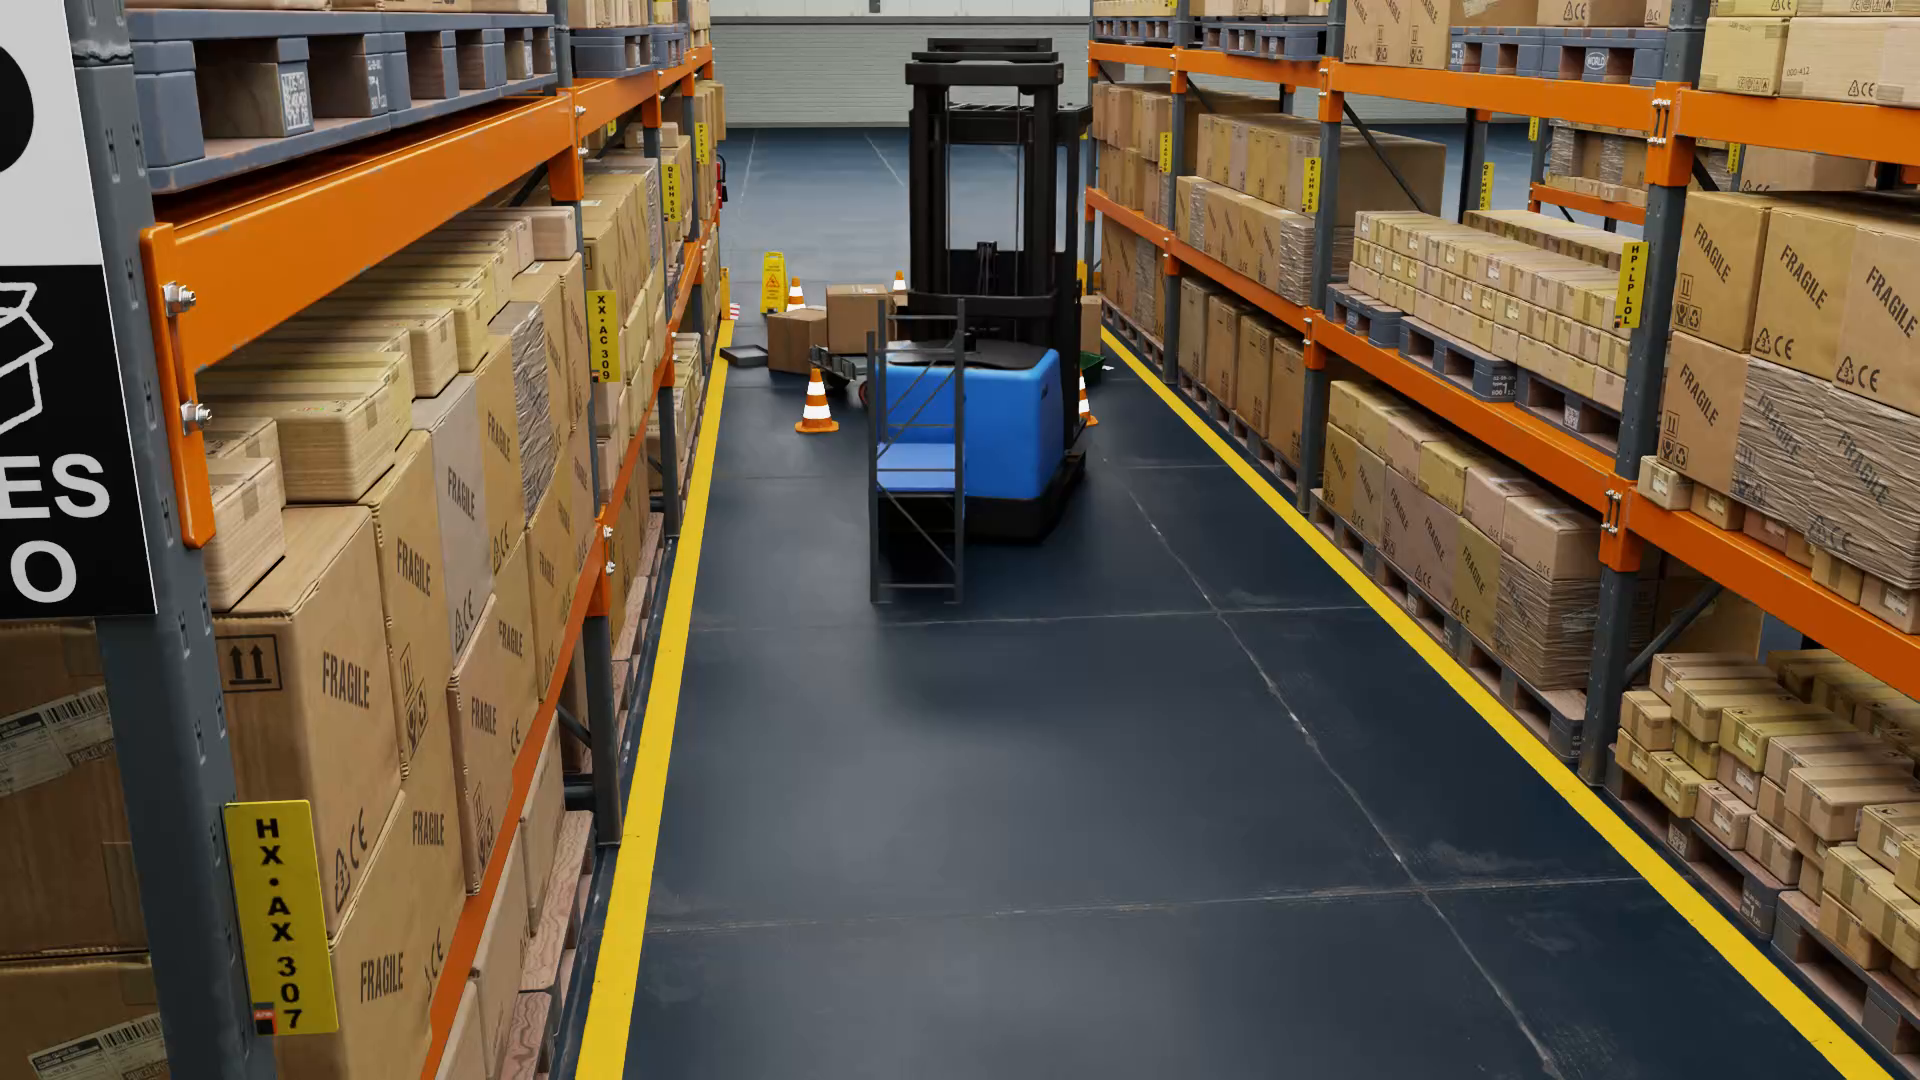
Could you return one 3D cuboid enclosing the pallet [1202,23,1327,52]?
[{"bbox_3d":[2.420,-3.885,12.855,0.805,0.209,1.217,-2,18,-8],"label":"pallet"}]

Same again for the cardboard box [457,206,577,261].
[{"bbox_3d":[-1.463,-1.002,5.443,0.380,0.149,0.250,-2,18,-7],"label":"cardboard box"}]

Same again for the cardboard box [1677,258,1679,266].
[{"bbox_3d":[3.410,-1.239,7.841,0.380,0.149,0.250,-2,18,-6],"label":"cardboard box"}]

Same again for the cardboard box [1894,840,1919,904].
[{"bbox_3d":[3.067,1.018,4.991,0.380,0.149,0.250,-2,18,-5],"label":"cardboard box"}]

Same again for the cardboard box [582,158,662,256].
[{"bbox_3d":[-1.911,-1.821,9.132,0.500,0.500,0.500,-2,18,-7],"label":"cardboard box"}]

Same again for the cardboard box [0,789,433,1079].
[{"bbox_3d":[-1.163,0.742,2.639,0.500,0.500,0.500,-2,18,-6],"label":"cardboard box"}]

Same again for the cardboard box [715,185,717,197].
[{"bbox_3d":[-2.661,-3.529,16.828,0.380,0.149,0.250,-2,18,-6],"label":"cardboard box"}]

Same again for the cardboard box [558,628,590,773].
[{"bbox_3d":[-1.955,0.381,6.802,0.875,0.875,0.875,-1,17,-4],"label":"cardboard box"}]

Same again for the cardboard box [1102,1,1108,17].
[{"bbox_3d":[1.633,-5.305,16.611,0.380,0.149,0.250,-2,18,-5],"label":"cardboard box"}]

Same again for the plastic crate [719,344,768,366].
[{"bbox_3d":[-1.983,-1.734,15.566,0.402,0.080,0.583,-8,19,-25],"label":"plastic crate"}]

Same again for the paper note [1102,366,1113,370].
[{"bbox_3d":[1.306,-1.573,15.135,0.142,0.020,0.147,16,24,42],"label":"paper note"}]

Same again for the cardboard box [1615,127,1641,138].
[{"bbox_3d":[6.749,-4.179,16.148,0.500,0.500,0.500,-2,18,-6],"label":"cardboard box"}]

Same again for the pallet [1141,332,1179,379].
[{"bbox_3d":[2.276,-1.715,15.288,1.003,0.211,1.213,-2,18,-6],"label":"pallet"}]

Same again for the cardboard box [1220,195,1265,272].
[{"bbox_3d":[2.217,-2.249,12.165,0.500,0.500,0.500,-2,17,-5],"label":"cardboard box"}]

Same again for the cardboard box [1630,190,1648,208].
[{"bbox_3d":[6.766,-3.322,16.171,0.380,0.149,0.250,-2,18,-6],"label":"cardboard box"}]

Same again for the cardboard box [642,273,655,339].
[{"bbox_3d":[-1.792,-1.168,8.305,0.500,0.250,0.500,-2,18,-7],"label":"cardboard box"}]

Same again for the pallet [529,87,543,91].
[{"bbox_3d":[-1.955,-1.862,6.411,0.805,0.209,1.217,-2,18,-8],"label":"pallet"}]

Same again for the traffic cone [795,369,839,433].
[{"bbox_3d":[-1.116,-1.097,12.899,0.336,0.463,0.334,-2,18,-6],"label":"traffic cone"}]

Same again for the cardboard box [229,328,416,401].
[{"bbox_3d":[-1.295,-0.318,3.264,0.380,0.149,0.250,-2,18,-5],"label":"cardboard box"}]

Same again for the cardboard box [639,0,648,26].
[{"bbox_3d":[-1.933,-2.832,8.314,0.700,0.500,0.500,-3,18,-8],"label":"cardboard box"}]

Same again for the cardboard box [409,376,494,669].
[{"bbox_3d":[-1.286,-0.042,3.466,0.500,0.500,0.500,-2,18,-6],"label":"cardboard box"}]

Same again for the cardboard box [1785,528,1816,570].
[{"bbox_3d":[3.008,0.015,5.542,0.380,0.149,0.250,-3,18,-8],"label":"cardboard box"}]

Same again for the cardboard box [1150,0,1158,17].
[{"bbox_3d":[1.867,-4.627,14.450,0.380,0.149,0.250,-2,17,-5],"label":"cardboard box"}]

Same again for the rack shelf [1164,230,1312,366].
[{"bbox_3d":[2.483,-1.878,12.351,1.077,0.370,4.000,-2,18,-6],"label":"rack shelf"}]

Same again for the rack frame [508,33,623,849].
[{"bbox_3d":[-1.812,-0.250,5.966,1.000,3.000,0.127,-2,18,-6],"label":"rack frame"}]

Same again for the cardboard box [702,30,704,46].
[{"bbox_3d":[-2.531,-4.583,15.178,0.380,0.149,0.250,-2,18,-6],"label":"cardboard box"}]

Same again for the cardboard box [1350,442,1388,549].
[{"bbox_3d":[2.564,-0.264,9.483,0.500,0.500,0.500,-2,17,-5],"label":"cardboard box"}]

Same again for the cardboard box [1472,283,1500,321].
[{"bbox_3d":[2.725,-1.161,8.088,0.380,0.149,0.250,-2,18,-5],"label":"cardboard box"}]

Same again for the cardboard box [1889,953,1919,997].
[{"bbox_3d":[3.097,1.306,5.067,0.380,0.149,0.250,-1,17,-4],"label":"cardboard box"}]

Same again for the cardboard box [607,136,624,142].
[{"bbox_3d":[-2.874,-2.875,12.963,0.500,0.500,0.500,-1,17,-4],"label":"cardboard box"}]

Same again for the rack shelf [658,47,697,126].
[{"bbox_3d":[-2.430,-3.126,11.319,1.077,0.370,4.000,-2,18,-6],"label":"rack shelf"}]

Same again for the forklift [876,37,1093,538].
[{"bbox_3d":[0.267,-1.812,11.055,1.130,2.935,3.031,4,18,11],"label":"forklift"}]

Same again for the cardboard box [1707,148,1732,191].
[{"bbox_3d":[7.236,-3.265,14.907,0.875,0.500,0.500,-2,18,-6],"label":"cardboard box"}]

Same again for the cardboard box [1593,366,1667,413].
[{"bbox_3d":[2.864,-0.626,6.881,0.380,0.149,0.250,-2,18,-7],"label":"cardboard box"}]

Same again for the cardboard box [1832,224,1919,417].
[{"bbox_3d":[2.996,-0.653,4.916,0.500,0.500,0.500,-1,17,-5],"label":"cardboard box"}]

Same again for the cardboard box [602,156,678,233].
[{"bbox_3d":[-2.163,-2.286,11.087,0.500,0.500,0.500,-1,17,-5],"label":"cardboard box"}]

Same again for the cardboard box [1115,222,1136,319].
[{"bbox_3d":[2.092,-2.733,16.721,0.875,0.875,0.875,-2,18,-7],"label":"cardboard box"}]

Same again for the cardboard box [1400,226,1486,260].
[{"bbox_3d":[2.622,-1.613,9.034,0.380,0.149,0.250,-3,18,-8],"label":"cardboard box"}]

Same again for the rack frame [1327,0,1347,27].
[{"bbox_3d":[2.689,-4.487,9.446,1.000,3.000,0.127,-2,18,-6],"label":"rack frame"}]

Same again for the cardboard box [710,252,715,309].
[{"bbox_3d":[-2.548,-2.378,15.380,0.500,0.500,0.500,-1,17,-3],"label":"cardboard box"}]

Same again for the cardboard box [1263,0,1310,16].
[{"bbox_3d":[2.283,-3.564,10.794,0.500,0.311,0.500,-2,18,-6],"label":"cardboard box"}]

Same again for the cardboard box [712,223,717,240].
[{"bbox_3d":[-2.603,-3.043,16.417,0.380,0.149,0.250,-1,17,-4],"label":"cardboard box"}]

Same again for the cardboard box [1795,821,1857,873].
[{"bbox_3d":[3.027,1.010,5.514,0.380,0.149,0.250,-1,17,-3],"label":"cardboard box"}]

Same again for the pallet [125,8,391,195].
[{"bbox_3d":[-1.486,-0.668,2.437,1.003,0.211,1.213,-2,18,-6],"label":"pallet"}]

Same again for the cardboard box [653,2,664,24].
[{"bbox_3d":[-2.334,-3.721,11.564,0.500,0.250,0.500,-2,17,-5],"label":"cardboard box"}]

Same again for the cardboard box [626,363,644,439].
[{"bbox_3d":[-1.686,-0.625,7.411,0.500,0.250,0.500,-2,18,-6],"label":"cardboard box"}]

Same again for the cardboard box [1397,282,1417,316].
[{"bbox_3d":[2.620,-1.325,9.109,0.380,0.149,0.250,-1,17,-3],"label":"cardboard box"}]

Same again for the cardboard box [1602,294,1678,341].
[{"bbox_3d":[2.866,-0.911,6.796,0.380,0.149,0.250,-1,17,-3],"label":"cardboard box"}]

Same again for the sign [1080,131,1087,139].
[{"bbox_3d":[1.311,-4.444,17.747,0.100,0.325,0.005,-2,18,-6],"label":"sign"}]

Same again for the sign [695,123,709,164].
[{"bbox_3d":[-2.085,-3.204,13.443,0.100,0.325,0.005,-2,18,-6],"label":"sign"}]

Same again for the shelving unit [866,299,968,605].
[{"bbox_3d":[-0.229,-0.520,9.329,0.538,1.500,1.048,0,17,1],"label":"shelving unit"}]

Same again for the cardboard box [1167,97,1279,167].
[{"bbox_3d":[2.273,-3.514,14.310,0.875,0.550,0.550,-2,18,-6],"label":"cardboard box"}]

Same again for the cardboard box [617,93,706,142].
[{"bbox_3d":[-2.466,-3.438,13.788,0.700,0.500,0.500,-2,18,-6],"label":"cardboard box"}]

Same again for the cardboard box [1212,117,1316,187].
[{"bbox_3d":[2.389,-3.040,13.018,0.700,0.500,0.500,-2,18,-7],"label":"cardboard box"}]
